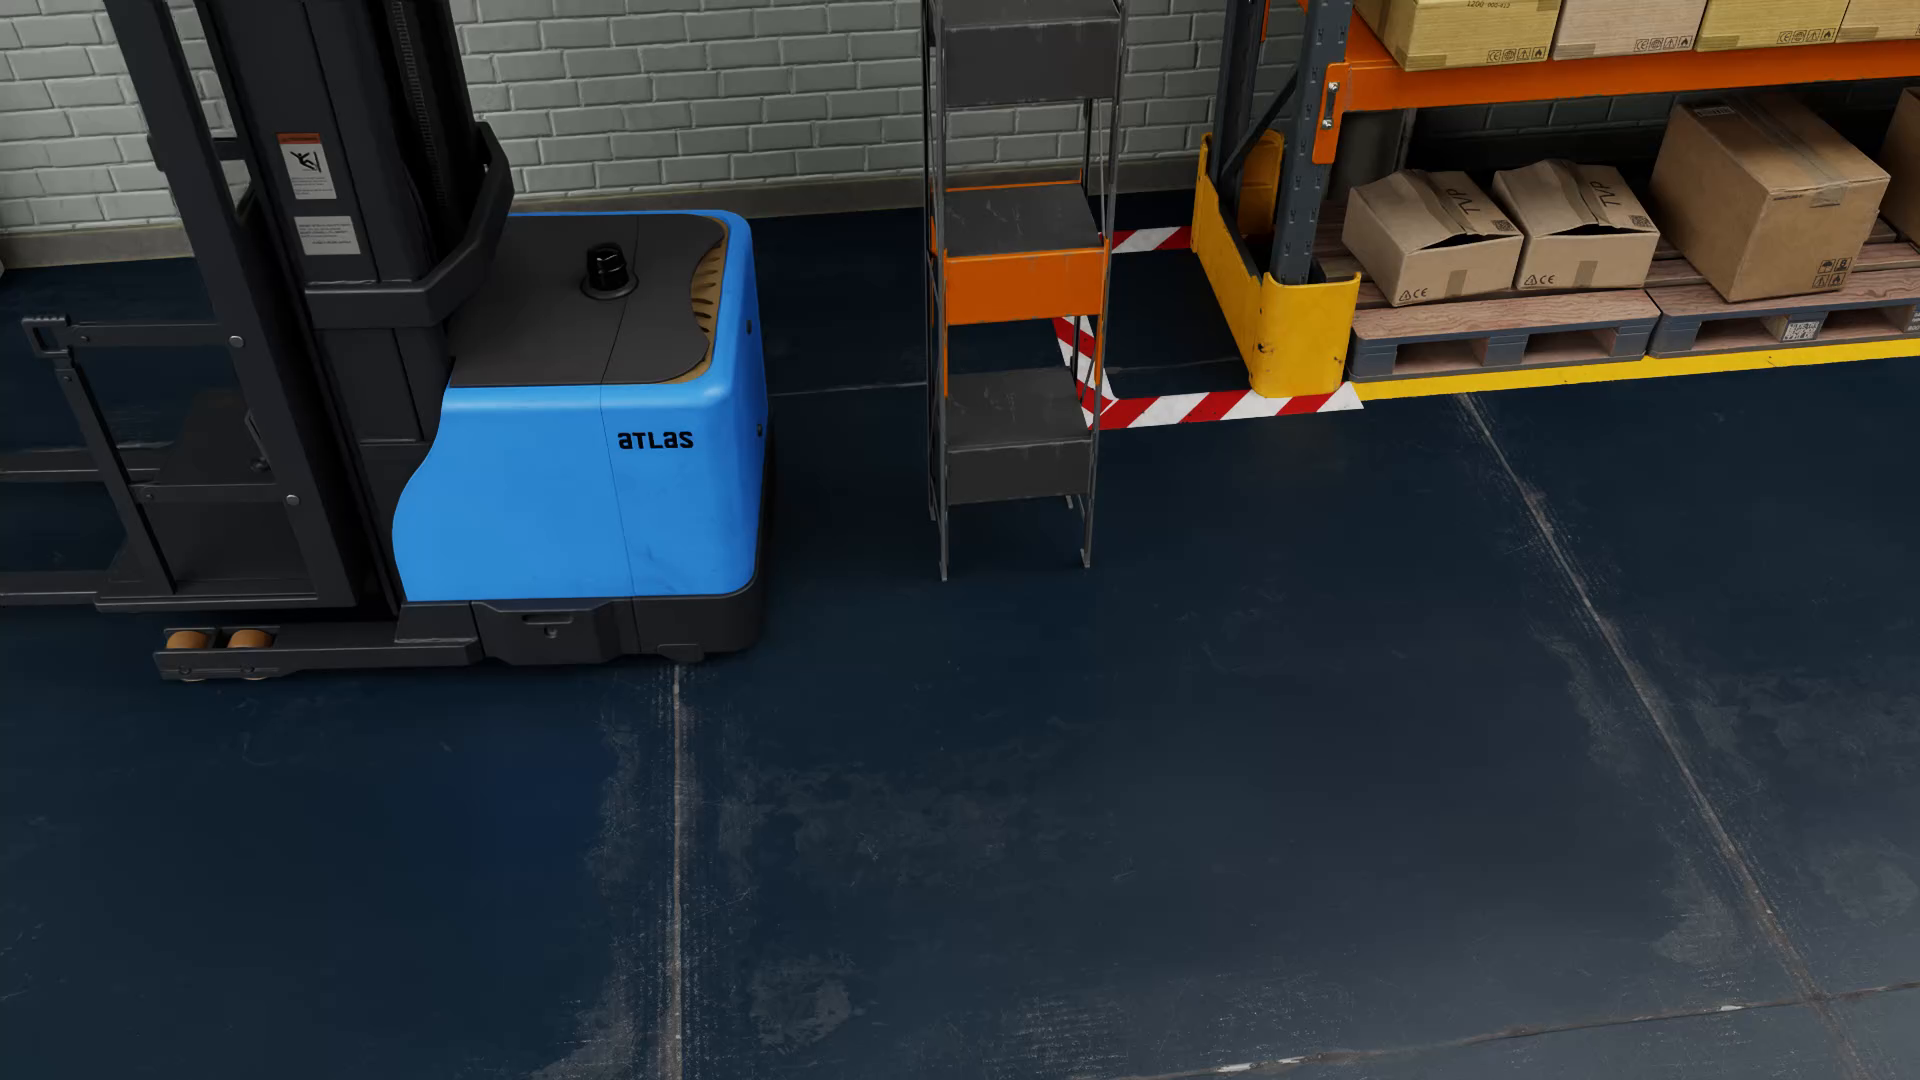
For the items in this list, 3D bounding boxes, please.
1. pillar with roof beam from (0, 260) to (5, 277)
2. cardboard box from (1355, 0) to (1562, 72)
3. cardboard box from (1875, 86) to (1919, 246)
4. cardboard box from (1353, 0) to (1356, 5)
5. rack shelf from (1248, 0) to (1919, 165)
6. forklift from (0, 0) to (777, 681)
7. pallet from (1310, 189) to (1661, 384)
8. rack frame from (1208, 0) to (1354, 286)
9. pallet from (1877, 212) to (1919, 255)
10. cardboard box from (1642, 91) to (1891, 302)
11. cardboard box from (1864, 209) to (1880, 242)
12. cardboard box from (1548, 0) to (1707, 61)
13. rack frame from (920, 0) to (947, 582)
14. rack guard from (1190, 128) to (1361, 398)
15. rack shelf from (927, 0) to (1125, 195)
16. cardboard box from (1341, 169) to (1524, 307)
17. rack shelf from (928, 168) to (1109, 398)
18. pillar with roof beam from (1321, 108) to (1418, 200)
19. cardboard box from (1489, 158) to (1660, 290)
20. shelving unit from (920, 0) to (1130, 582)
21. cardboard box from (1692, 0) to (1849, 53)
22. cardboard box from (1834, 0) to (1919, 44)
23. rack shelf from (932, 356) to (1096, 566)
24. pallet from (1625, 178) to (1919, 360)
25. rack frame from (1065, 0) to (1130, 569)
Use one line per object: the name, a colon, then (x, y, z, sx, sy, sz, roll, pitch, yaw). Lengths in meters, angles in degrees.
pillar with roof beam: (-3.655, -1.530, 0.727, 0.400, 9.000, 9.100, -5, 42, -6)
cardboard box: (1.679, -1.830, 5.636, 0.500, 0.250, 0.500, -6, 42, -7)
cardboard box: (4.096, -1.513, 6.725, 0.500, 0.500, 0.500, -8, 43, -9)
cardboard box: (1.592, -2.168, 6.011, 0.500, 0.250, 0.500, -4, 42, -5)
rack shelf: (3.137, -1.953, 6.213, 4.000, 0.370, 1.077, -5, 42, -6)
forklift: (-2.156, -1.003, 4.674, 3.031, 2.935, 1.130, -1, 42, -1)
pallet: (2.040, -1.065, 6.773, 1.213, 0.211, 1.003, -5, 42, -6)
rack frame: (1.154, -2.047, 5.780, 0.127, 3.000, 1.000, -5, 42, -6)
pallet: (4.459, -1.277, 7.008, 1.213, 0.211, 1.003, -5, 42, -6)
cardboard box: (3.151, -1.362, 6.558, 0.500, 0.500, 0.700, -7, 43, -8)
cardboard box: (3.532, -1.373, 6.833, 0.250, 0.149, 0.380, -8, 43, -9)
cardboard box: (2.192, -1.885, 5.697, 0.500, 0.250, 0.500, -6, 42, -7)
rack frame: (-0.078, -0.773, 5.039, 0.015, 2.100, 0.400, -5, 42, -6)
rack guard: (1.229, -1.125, 6.624, 0.348, 0.500, 1.175, -5, 42, -6)
rack shelf: (0.164, -1.304, 4.603, 0.480, 0.518, 0.431, -5, 42, -6)
cardboard box: (1.852, -1.212, 6.533, 0.500, 0.311, 0.500, -9, 43, -10)
rack shelf: (0.164, -0.784, 5.072, 0.480, 0.518, 0.431, -5, 42, -6)
pillar with roof beam: (2.294, -2.051, 1.305, 0.400, 9.000, 9.100, -5, 42, -6)
cardboard box: (2.417, -1.261, 6.588, 0.500, 0.311, 0.500, -2, 42, -2)
shelving unit: (0.164, -0.794, 5.063, 0.503, 2.100, 0.431, -5, 42, -6)
cardboard box: (2.698, -1.925, 5.741, 0.500, 0.250, 0.500, -6, 42, -6)
cardboard box: (3.200, -1.967, 5.788, 0.500, 0.250, 0.500, -5, 42, -5)
rack shelf: (0.164, -0.264, 5.541, 0.480, 0.518, 0.431, -5, 42, -6)
pallet: (3.247, -1.169, 6.888, 1.213, 0.211, 1.003, -5, 42, -6)
rack frame: (0.406, -0.815, 5.086, 0.015, 2.100, 0.400, -5, 42, -6)
